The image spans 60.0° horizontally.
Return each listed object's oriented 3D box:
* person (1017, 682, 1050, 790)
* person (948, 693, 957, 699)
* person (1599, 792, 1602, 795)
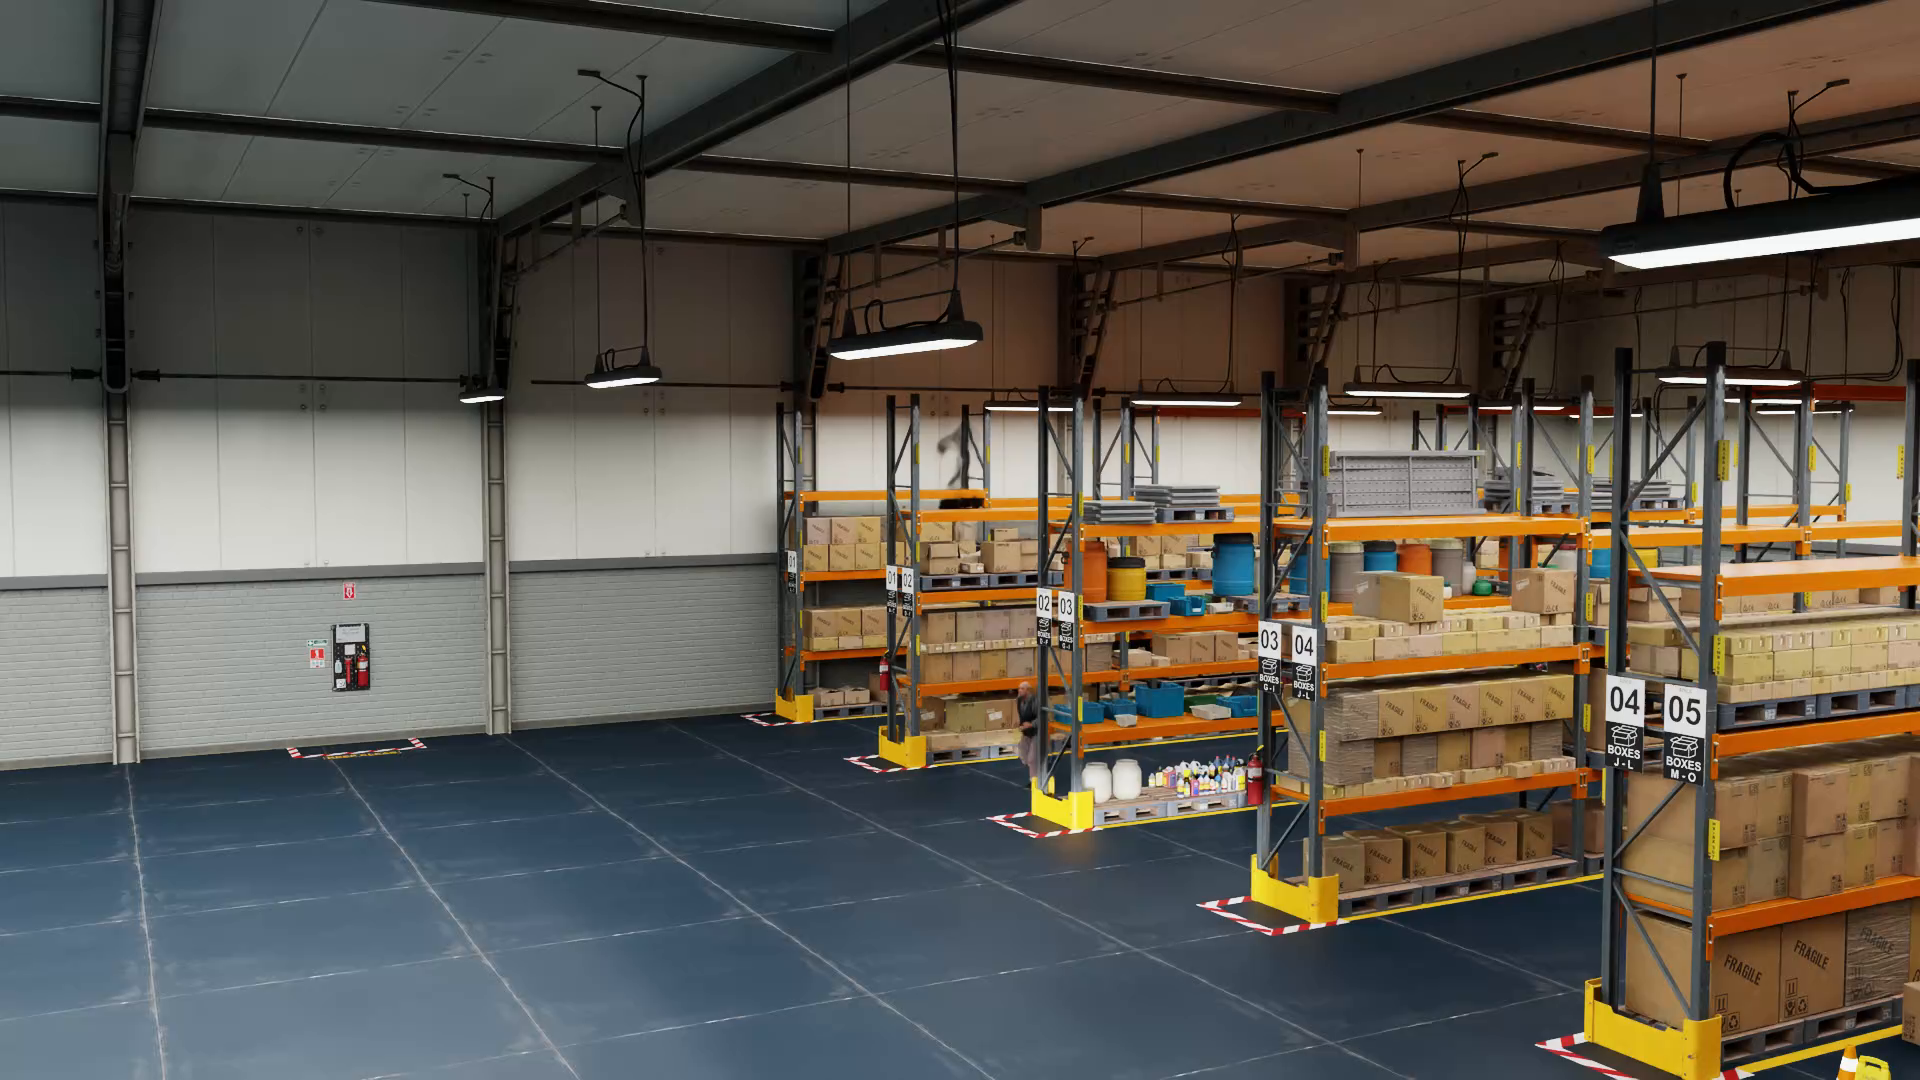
[{"bbox_3d":[1.113,2.939,25.078,0.649,1.655,0.741,3,4,43],"label":"person"},{"bbox_3d":[-0.021,2.609,30.256,0.642,1.678,0.763,3,4,42],"label":"person"},{"bbox_3d":[9.474,2.995,24.542,0.668,1.593,0.592,-2,4,-32],"label":"person"}]
